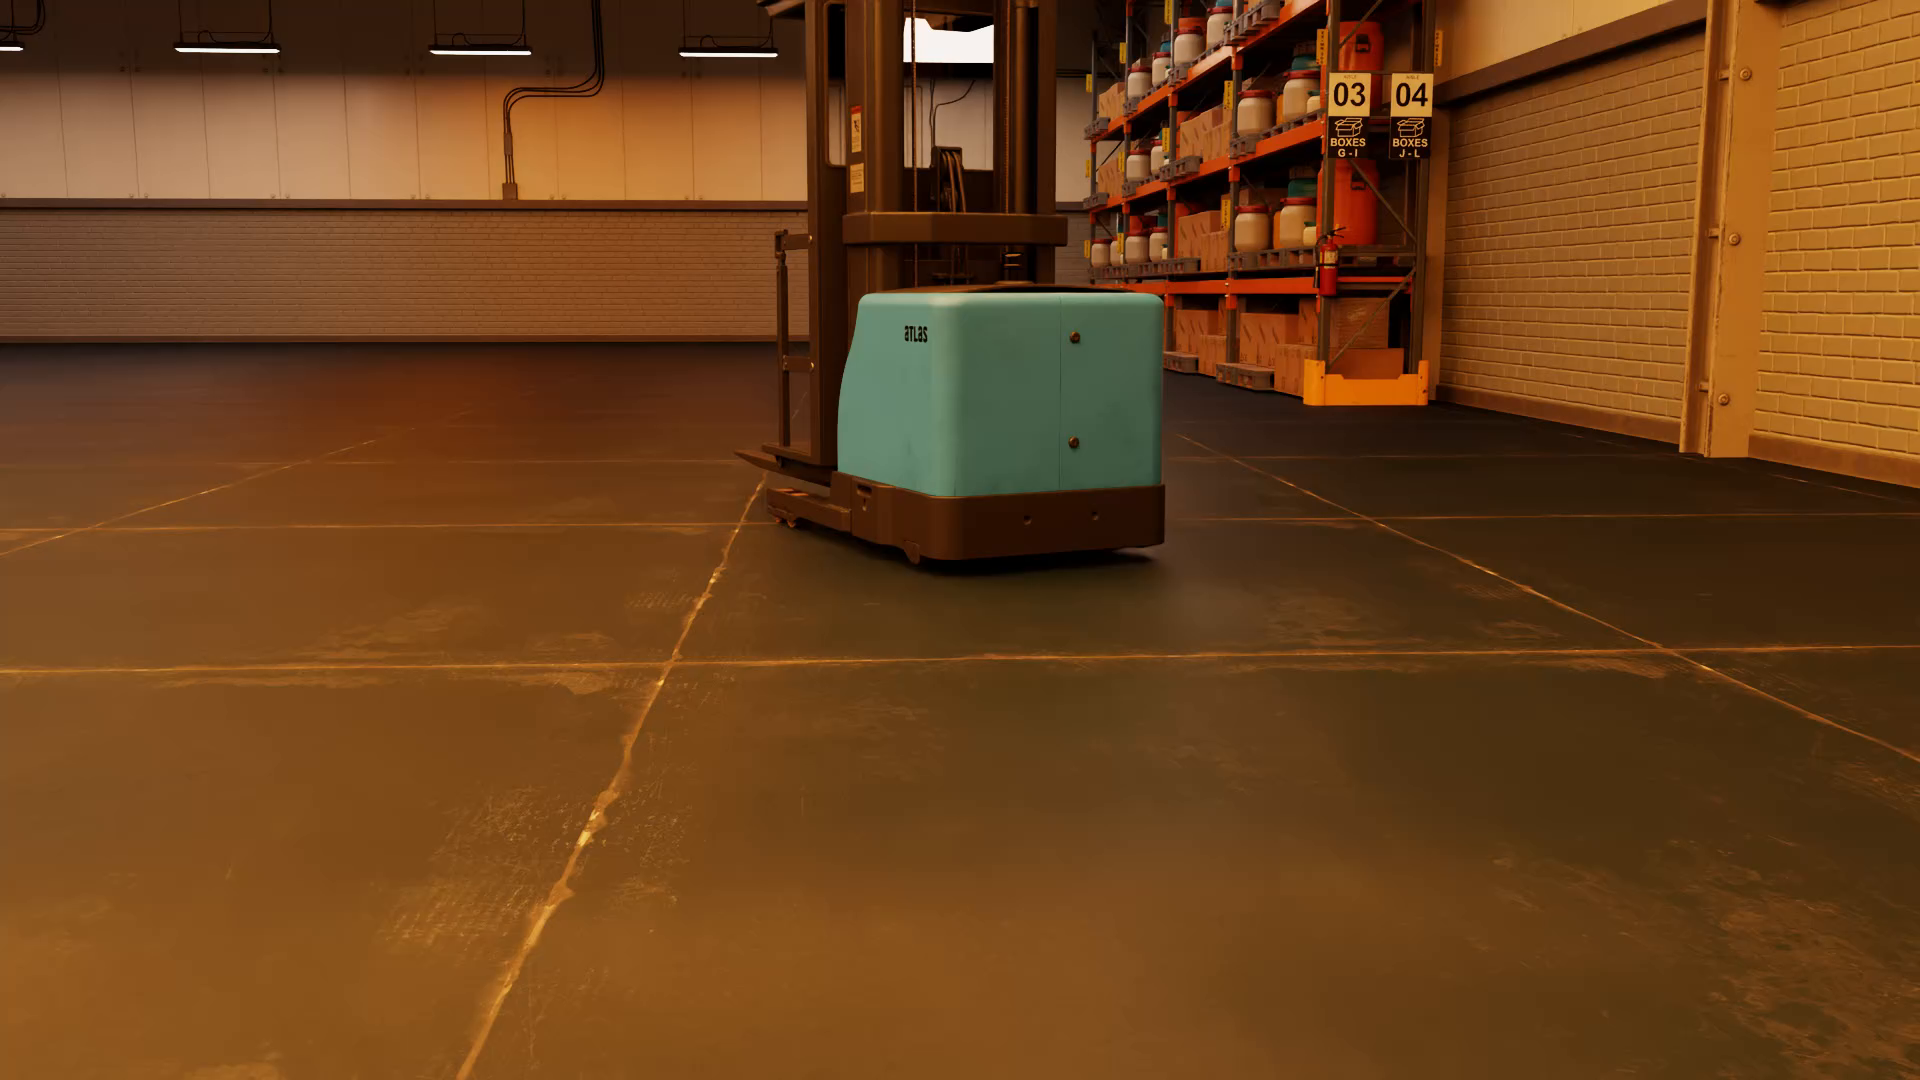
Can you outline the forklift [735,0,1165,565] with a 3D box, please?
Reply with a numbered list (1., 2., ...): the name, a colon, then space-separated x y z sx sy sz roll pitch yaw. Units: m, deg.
1. forklift: -0.264 -1.530 7.637 1.130 2.935 3.031 -4 9 -25
